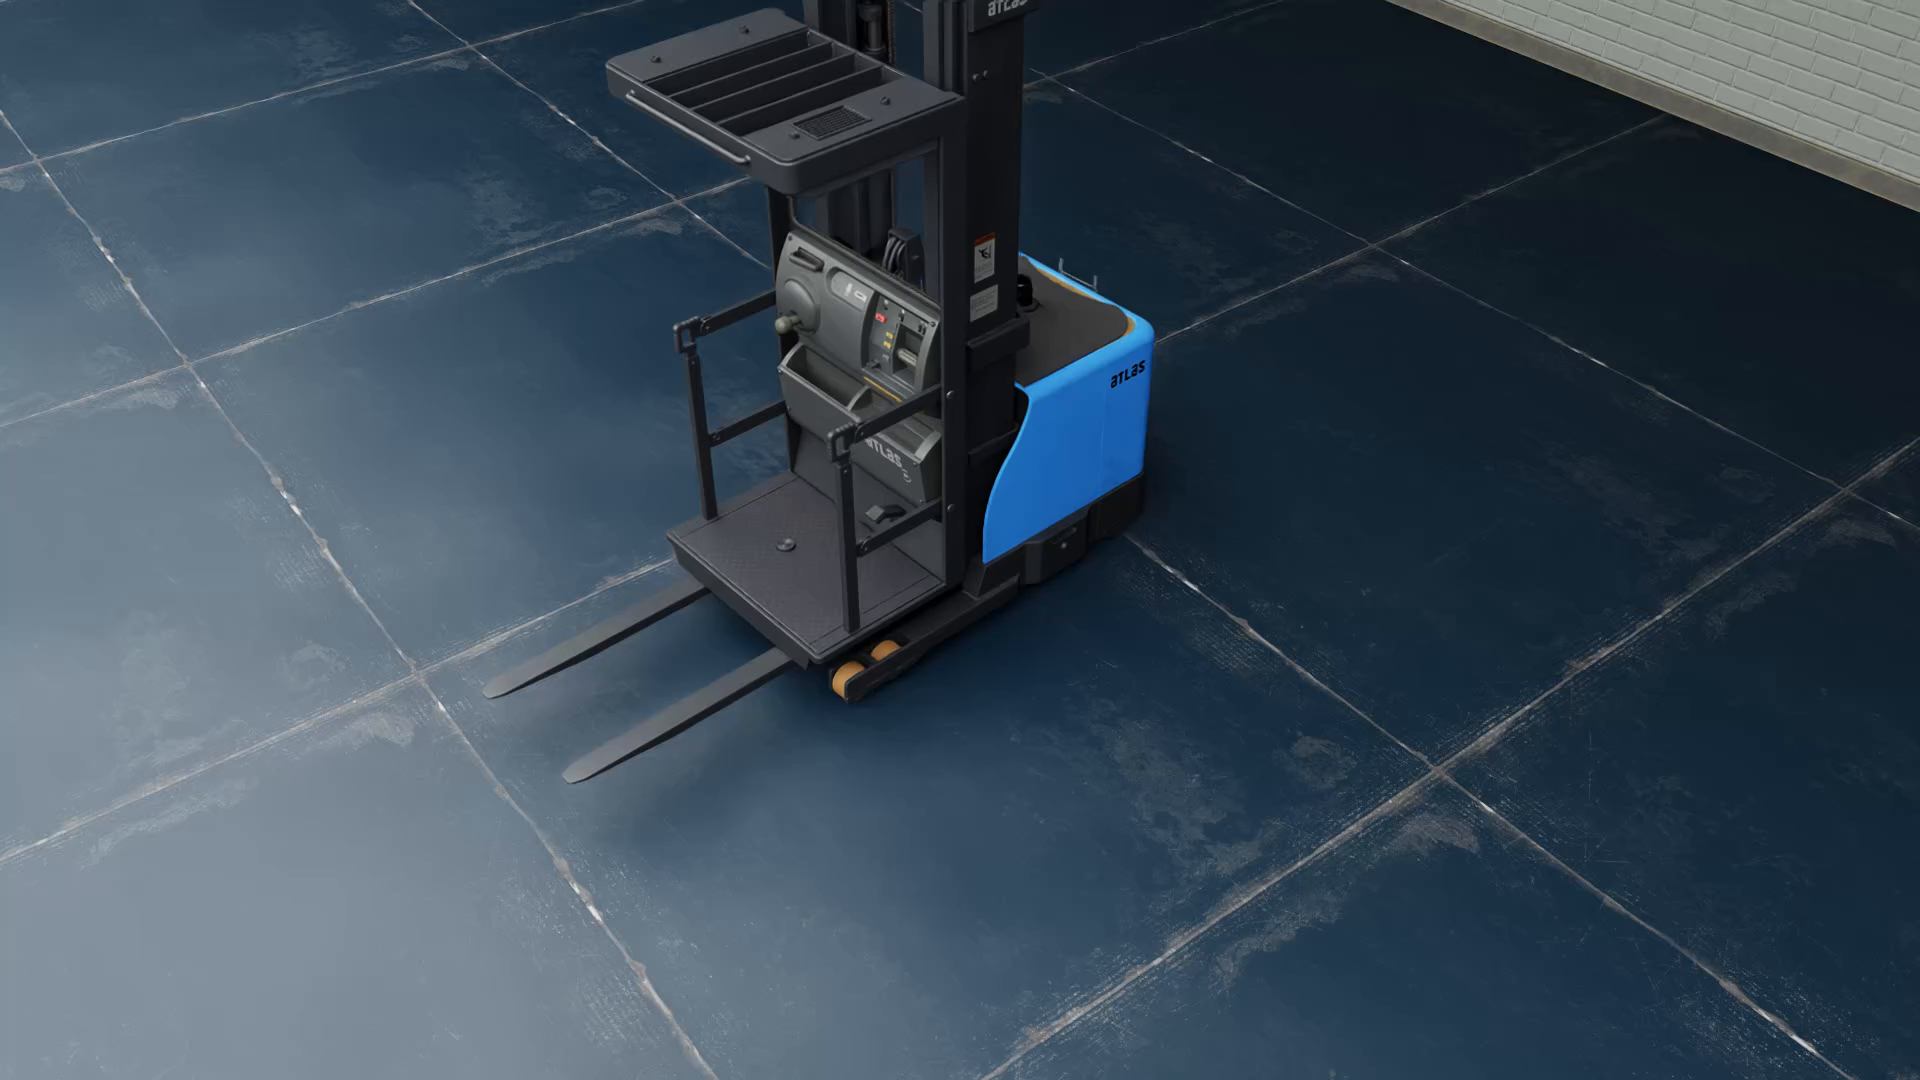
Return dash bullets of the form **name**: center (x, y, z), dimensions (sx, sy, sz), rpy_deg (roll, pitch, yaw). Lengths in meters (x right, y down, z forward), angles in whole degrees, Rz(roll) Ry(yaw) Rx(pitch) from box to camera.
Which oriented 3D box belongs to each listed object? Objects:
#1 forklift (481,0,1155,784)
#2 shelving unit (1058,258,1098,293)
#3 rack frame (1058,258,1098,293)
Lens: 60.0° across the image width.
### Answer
- **forklift**: center (-0.571, -0.838, 6.461), dimensions (3.031, 2.935, 1.130), rpy_deg (-30, 48, -31)
- **shelving unit**: center (0.471, -0.897, 8.123), dimensions (0.258, 0.900, 0.210), rpy_deg (32, 45, 33)
- **rack frame**: center (0.543, -0.937, 8.183), dimensions (0.240, 0.900, 0.006), rpy_deg (32, 45, 33)
